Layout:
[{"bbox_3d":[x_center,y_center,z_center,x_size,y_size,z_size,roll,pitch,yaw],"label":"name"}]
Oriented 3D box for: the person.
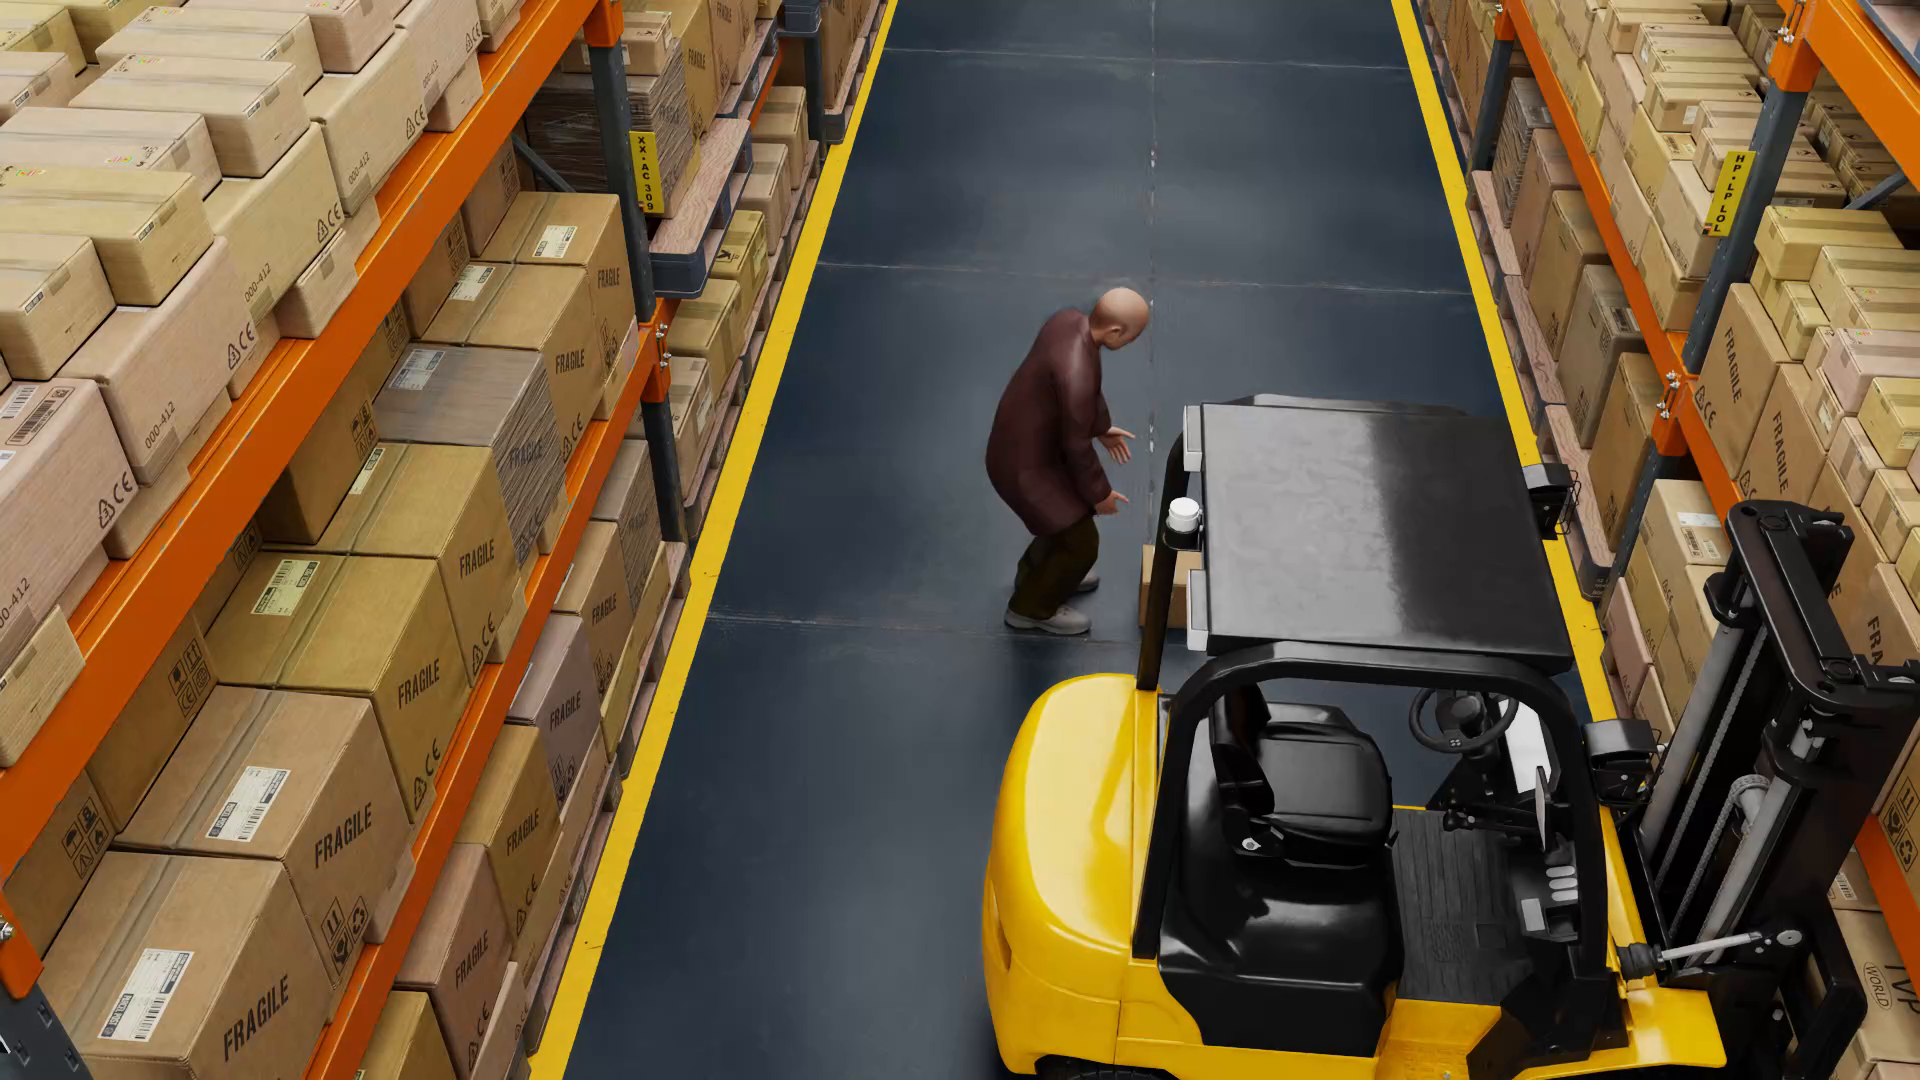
[{"bbox_3d":[0.412,-0.340,6.762,0.612,1.552,0.626,4,40,4],"label":"person"}]
